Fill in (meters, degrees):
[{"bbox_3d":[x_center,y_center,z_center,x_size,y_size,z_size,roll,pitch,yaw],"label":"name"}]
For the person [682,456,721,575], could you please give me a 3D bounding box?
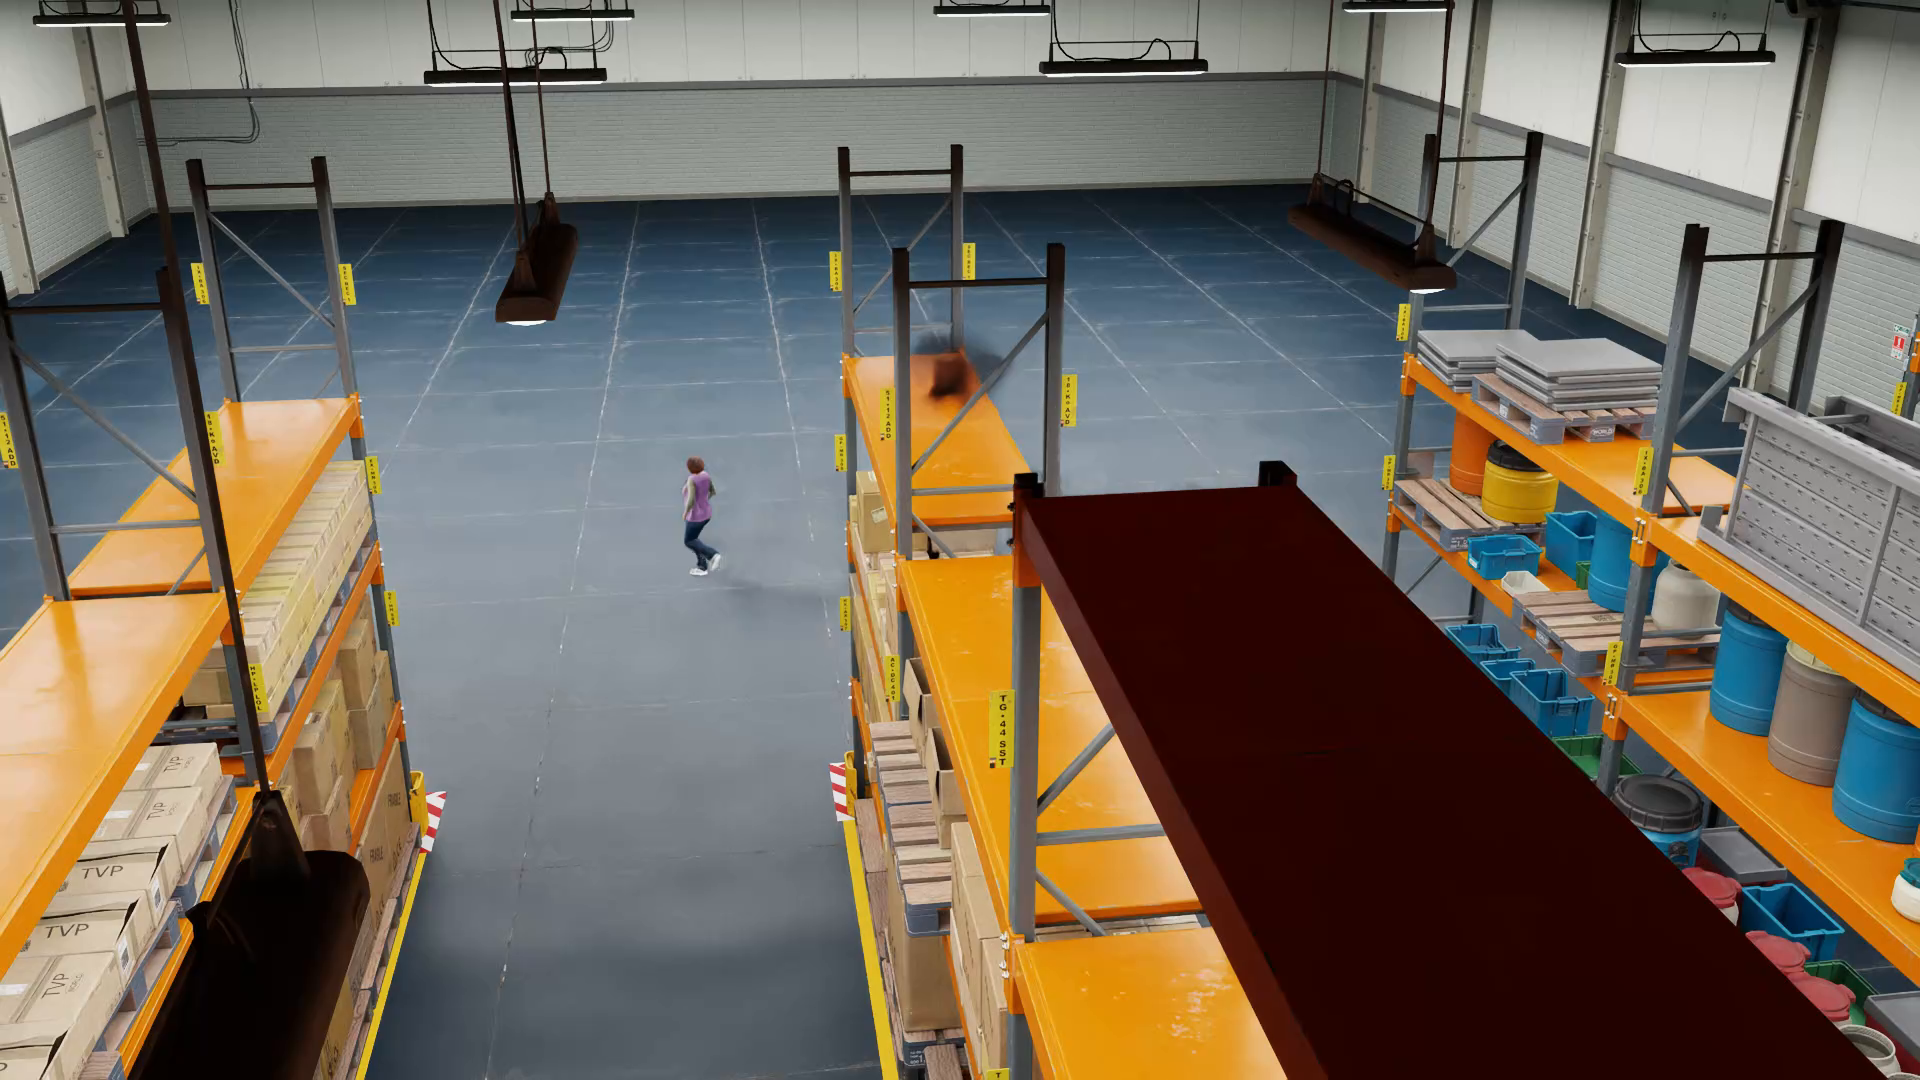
[{"bbox_3d":[-3.139,-0.274,20.236,0.576,1.559,0.564,10,24,25],"label":"person"}]
